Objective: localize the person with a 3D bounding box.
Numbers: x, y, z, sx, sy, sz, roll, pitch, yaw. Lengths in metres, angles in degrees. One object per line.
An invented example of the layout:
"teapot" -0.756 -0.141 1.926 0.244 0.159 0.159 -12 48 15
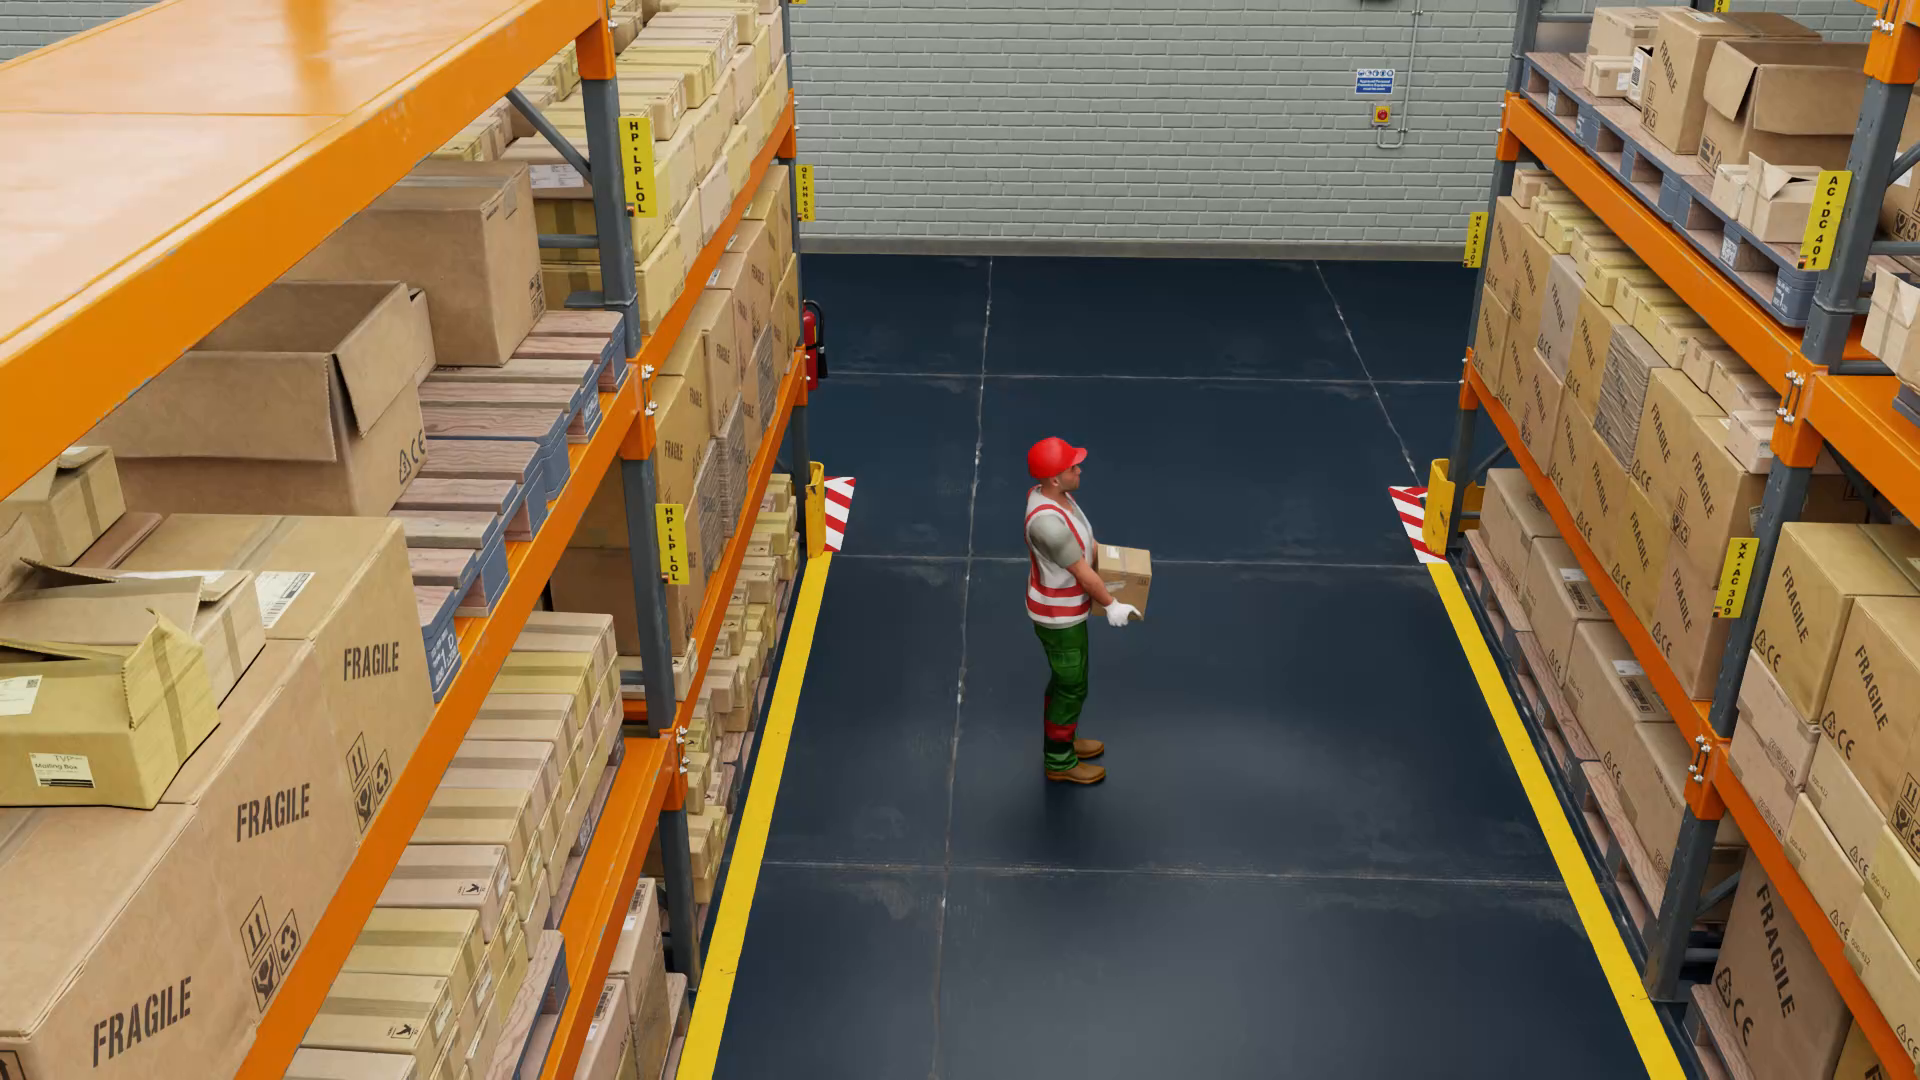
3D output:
"person" 0.580 0.335 7.963 0.559 1.782 0.494 2 28 3
